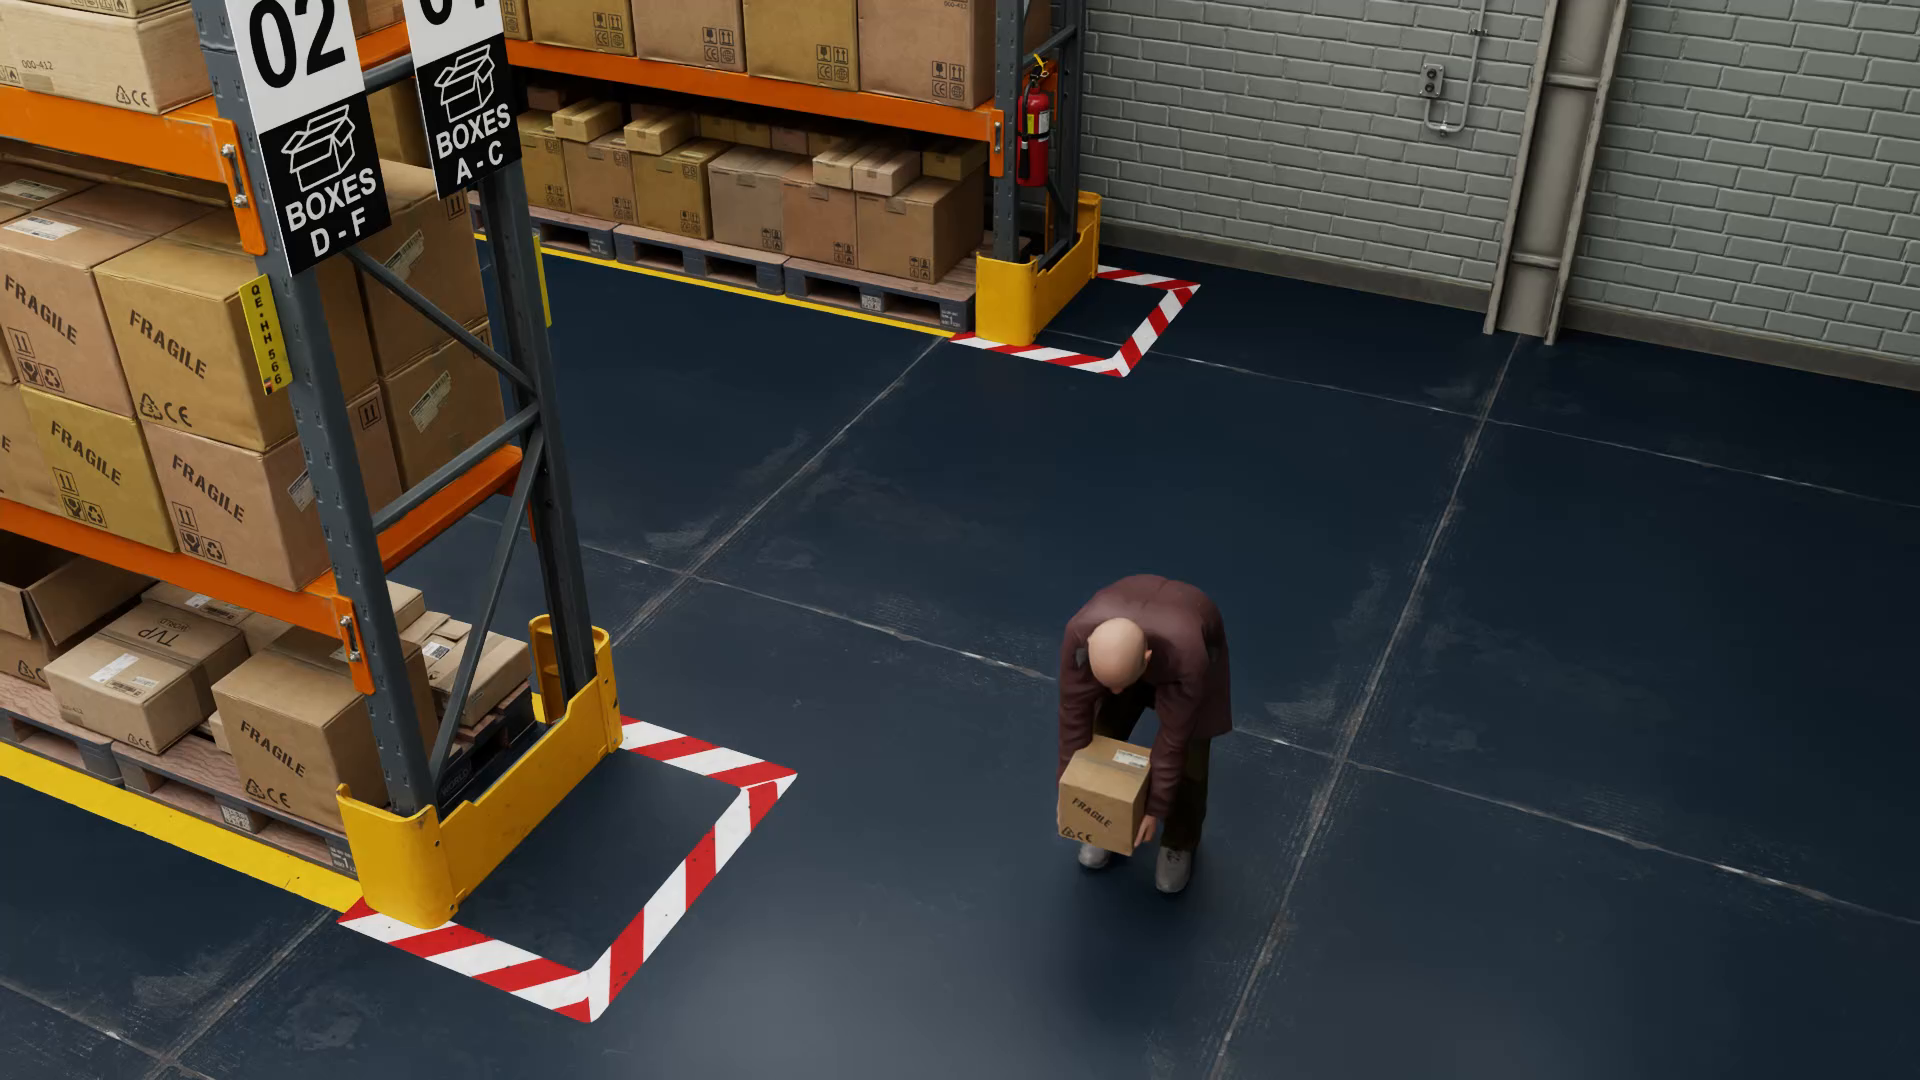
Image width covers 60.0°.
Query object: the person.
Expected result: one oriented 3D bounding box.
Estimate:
[{"bbox_3d":[0.583,0.653,5.523,0.563,1.380,0.877,13,35,19],"label":"person"}]
